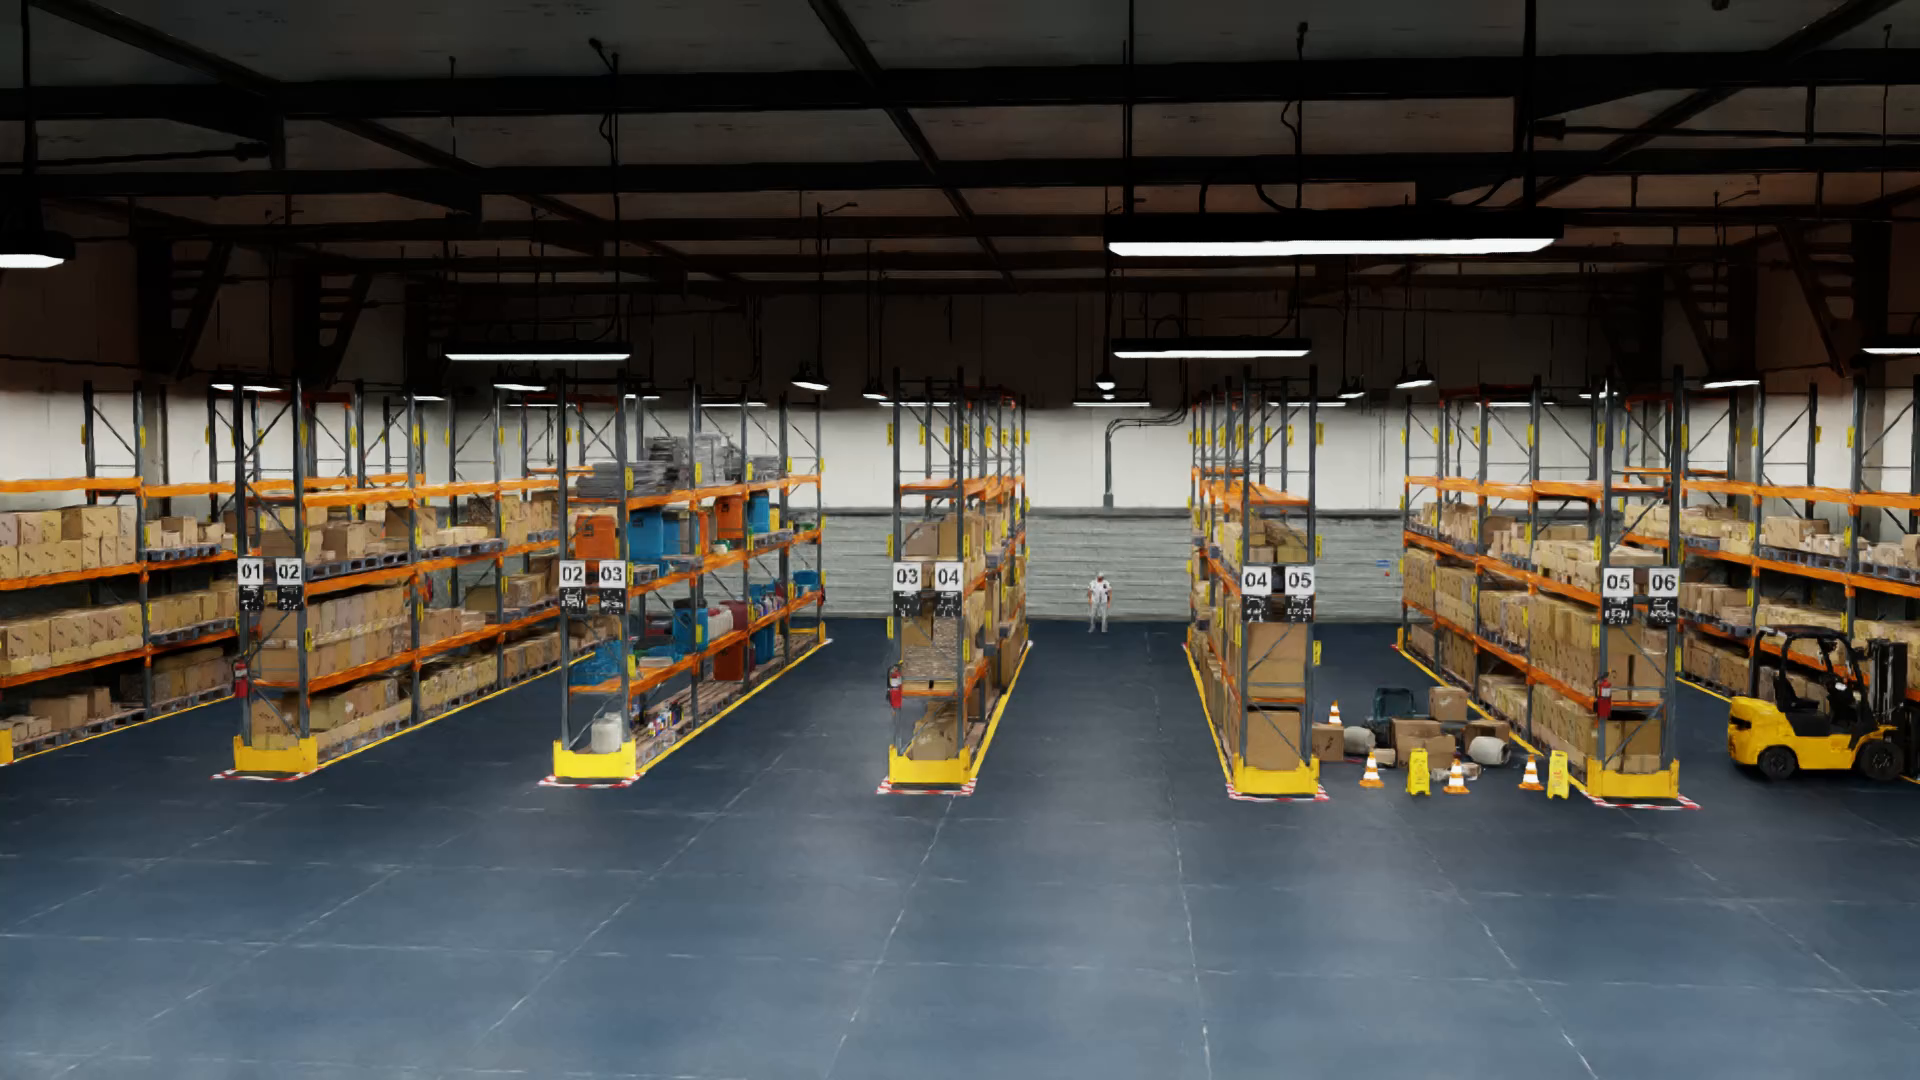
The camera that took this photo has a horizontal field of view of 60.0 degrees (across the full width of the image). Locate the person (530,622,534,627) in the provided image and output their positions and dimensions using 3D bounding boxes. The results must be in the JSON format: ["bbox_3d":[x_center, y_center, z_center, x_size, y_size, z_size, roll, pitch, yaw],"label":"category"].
[{"bbox_3d":[-10.445,1.691,39.914,0.682,1.676,0.535,0,4,4],"label":"person"}]

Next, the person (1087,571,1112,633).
[{"bbox_3d":[3.554,1.579,42.292,0.625,1.611,0.582,0,4,3],"label":"person"}]

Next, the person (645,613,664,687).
[{"bbox_3d":[-6.112,2.188,32.732,0.407,1.533,0.962,1,4,15],"label":"person"}]
